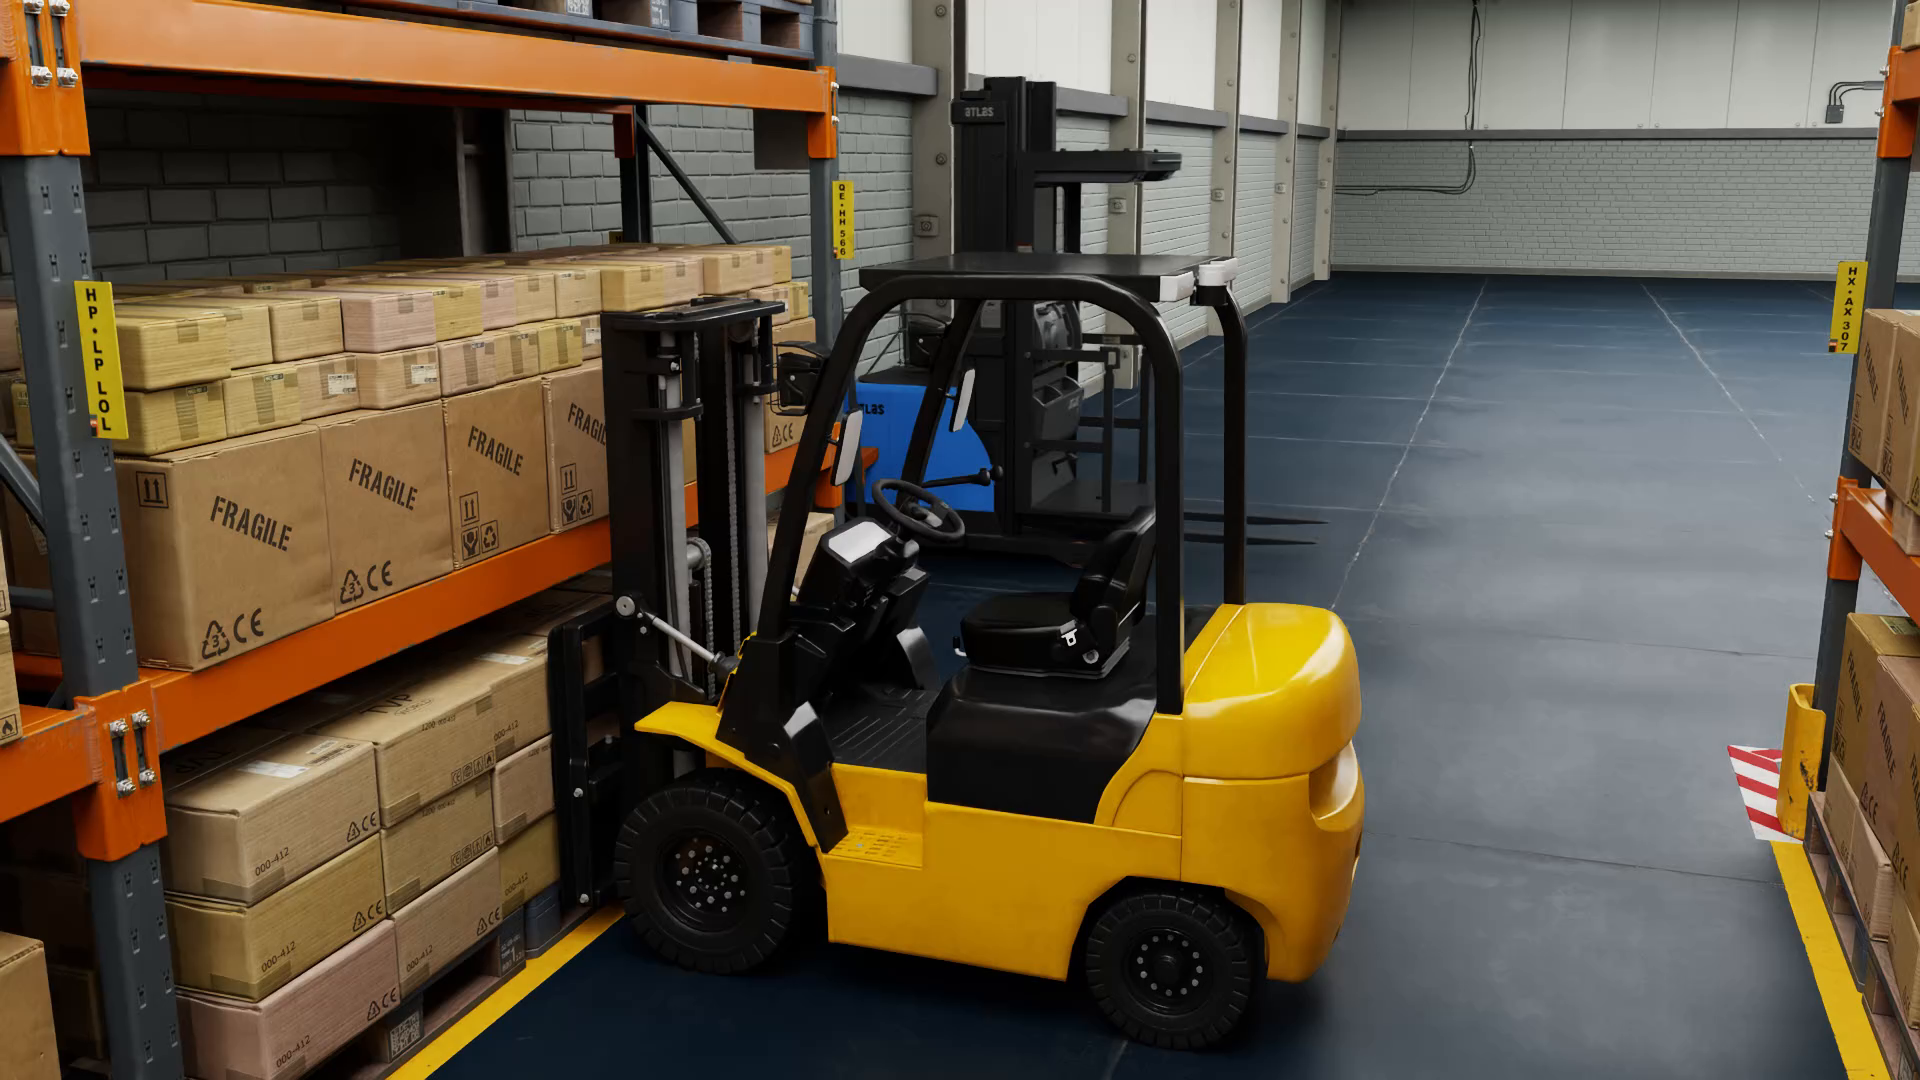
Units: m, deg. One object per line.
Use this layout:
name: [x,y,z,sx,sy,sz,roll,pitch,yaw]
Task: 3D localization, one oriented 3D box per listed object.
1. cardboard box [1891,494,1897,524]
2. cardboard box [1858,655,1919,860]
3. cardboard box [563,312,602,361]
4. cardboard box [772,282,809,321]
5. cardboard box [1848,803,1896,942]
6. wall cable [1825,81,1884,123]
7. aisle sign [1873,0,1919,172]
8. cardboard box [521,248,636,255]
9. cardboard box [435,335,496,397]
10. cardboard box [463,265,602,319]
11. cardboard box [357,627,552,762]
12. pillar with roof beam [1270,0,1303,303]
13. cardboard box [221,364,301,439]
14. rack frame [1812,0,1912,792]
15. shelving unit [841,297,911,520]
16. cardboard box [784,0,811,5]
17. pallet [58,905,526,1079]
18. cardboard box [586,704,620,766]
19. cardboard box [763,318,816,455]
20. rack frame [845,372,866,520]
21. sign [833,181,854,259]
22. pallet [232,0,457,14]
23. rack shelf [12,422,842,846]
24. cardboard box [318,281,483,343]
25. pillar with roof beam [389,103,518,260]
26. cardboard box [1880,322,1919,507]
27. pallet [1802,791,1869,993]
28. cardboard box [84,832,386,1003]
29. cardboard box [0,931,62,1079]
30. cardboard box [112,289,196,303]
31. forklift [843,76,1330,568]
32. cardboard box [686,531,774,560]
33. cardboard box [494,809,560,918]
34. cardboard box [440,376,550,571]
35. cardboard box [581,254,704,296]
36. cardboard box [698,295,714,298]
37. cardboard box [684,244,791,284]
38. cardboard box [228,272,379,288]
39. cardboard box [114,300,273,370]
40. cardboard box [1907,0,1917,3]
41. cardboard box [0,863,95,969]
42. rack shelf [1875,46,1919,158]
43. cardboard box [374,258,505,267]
cardboard box: [3.153,-0.086,5.188,0.380,0.149,0.250,4,13,17]
cardboard box: [2.994,0.666,4.878,0.500,0.500,0.500,4,13,16]
cardboard box: [-1.414,-0.680,5.543,0.380,0.149,0.250,4,14,18]
cardboard box: [-0.856,-0.998,6.936,0.380,0.149,0.250,5,14,19]
cardboard box: [2.994,1.023,4.999,0.500,0.250,0.500,5,14,20]
wall cable: [18.802,-11.382,32.989,2.305,6.003,0.169,4,14,18]
aisle sign: [3.416,-1.672,5.730,0.394,0.787,0.004,4,14,18]
cardboard box: [-1.508,-1.071,6.589,0.380,0.149,0.250,5,14,19]
cardboard box: [-1.574,-0.510,4.799,0.380,0.149,0.250,4,14,18]
cardboard box: [-1.416,-0.822,5.497,0.380,0.149,0.250,5,14,19]
cardboard box: [-1.524,0.473,5.164,0.500,0.250,0.500,5,14,20]
pillar with roof beam: [9.752,-8.312,27.183,9.100,9.000,0.400,4,14,18]
cardboard box: [-1.869,-0.351,4.104,0.380,0.149,0.250,5,14,20]
rack frame: [3.689,-0.369,5.865,1.000,3.000,0.127,4,14,18]
shelving unit: [-0.704,-0.745,10.735,0.587,1.500,1.083,2,17,18]
cardboard box: [-0.921,-2.380,6.539,0.500,0.500,0.500,5,14,20]
pallet: [-2.006,1.311,4.768,1.003,0.211,1.213,4,14,18]
cardboard box: [-1.355,0.611,5.681,0.500,0.250,0.500,4,14,18]
cardboard box: [-0.919,-0.652,6.879,0.500,0.500,0.500,4,13,17]
rack frame: [-0.854,-0.603,10.280,0.500,1.500,0.032,2,17,18]
sign: [-0.500,-1.364,7.088,0.100,0.325,0.005,4,14,18]
pallet: [-2.051,-1.484,4.208,1.003,0.211,1.213,4,14,18]
rack shelf: [-1.656,0.046,5.662,1.077,0.370,4.000,4,14,18]
cardboard box: [-1.607,-0.659,4.782,0.380,0.149,0.250,4,13,18]
pillar with roof beam: [1.987,-3.259,5.044,9.100,9.000,0.400,4,14,18]
cardboard box: [3.109,-0.374,4.992,0.500,0.500,0.500,5,14,20]
pallet: [3.368,1.175,5.367,1.003,0.211,1.213,4,14,18]
cardboard box: [-1.854,0.929,4.290,0.500,0.250,0.500,4,14,18]
cardboard box: [-2.461,1.180,3.470,0.875,0.625,0.625,5,14,21]
cardboard box: [-2.292,-0.589,4.477,0.380,0.149,0.250,4,14,18]
forklift: [0.803,-1.374,10.422,3.031,2.935,1.130,4,14,18]
cardboard box: [-1.022,0.150,6.579,0.500,0.250,0.500,5,14,19]
cardboard box: [-1.532,0.957,5.290,0.500,0.250,0.500,5,14,19]
cardboard box: [-1.597,-0.225,5.006,0.500,0.500,0.500,4,14,18]
cardboard box: [-1.186,-0.987,6.220,0.380,0.149,0.250,4,14,19]
cardboard box: [-1.143,-0.840,6.245,0.380,0.149,0.250,4,14,18]
cardboard box: [-0.925,-1.145,6.914,0.380,0.149,0.250,4,14,19]
cardboard box: [-2.041,-0.750,5.182,0.380,0.149,0.250,4,14,18]
cardboard box: [-1.937,-0.502,4.097,0.380,0.149,0.250,5,14,19]
cardboard box: [3.274,-1.817,5.135,0.500,0.250,0.500,4,13,17]
cardboard box: [-2.339,0.891,4.455,0.500,0.250,0.500,4,13,17]
rack shelf: [3.042,-1.060,3.766,1.077,0.370,4.000,4,14,18]
cardboard box: [-1.842,-0.915,5.904,0.380,0.149,0.250,4,13,17]
